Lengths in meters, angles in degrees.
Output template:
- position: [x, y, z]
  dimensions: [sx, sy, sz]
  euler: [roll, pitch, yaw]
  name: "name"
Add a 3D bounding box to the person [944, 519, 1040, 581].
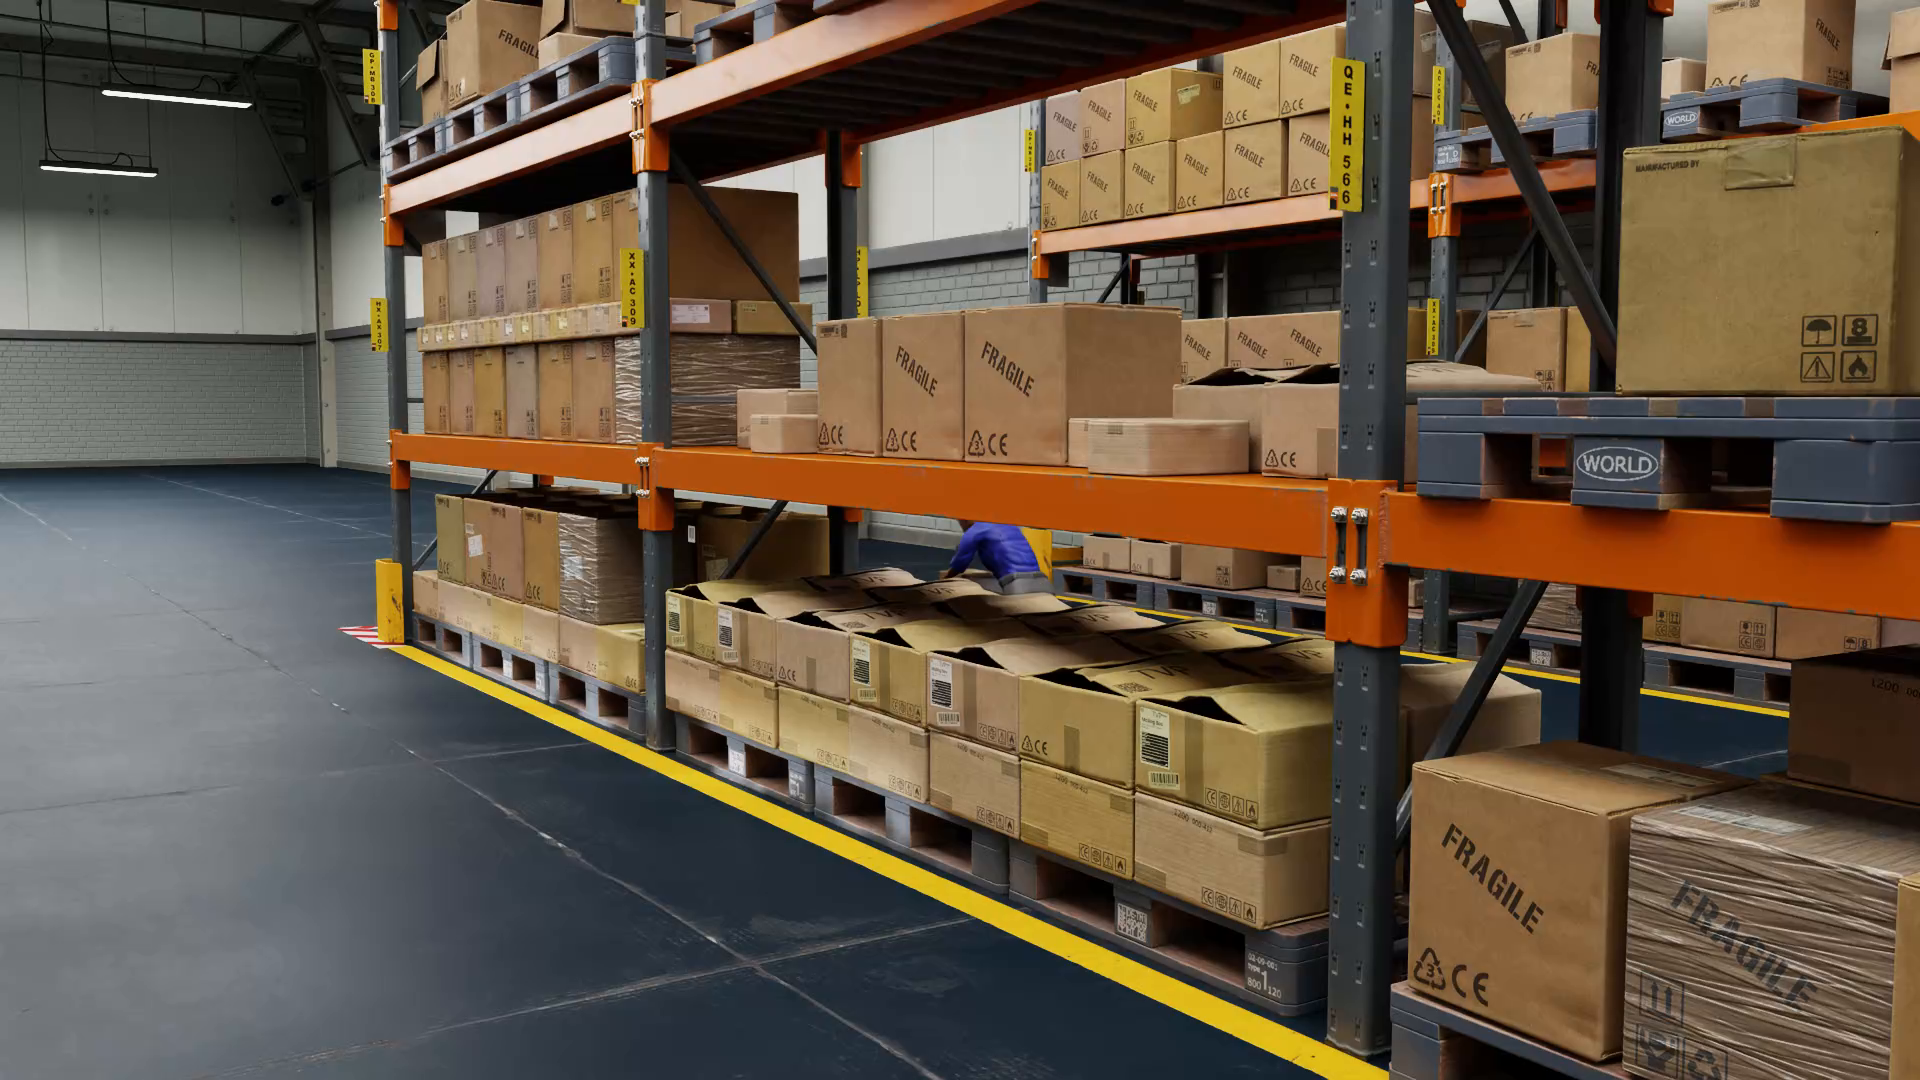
- position: [0.192, 0.211, 10.087]
  dimensions: [0.535, 0.924, 0.685]
  euler: [-3, 6, -34]
  name: "person"
